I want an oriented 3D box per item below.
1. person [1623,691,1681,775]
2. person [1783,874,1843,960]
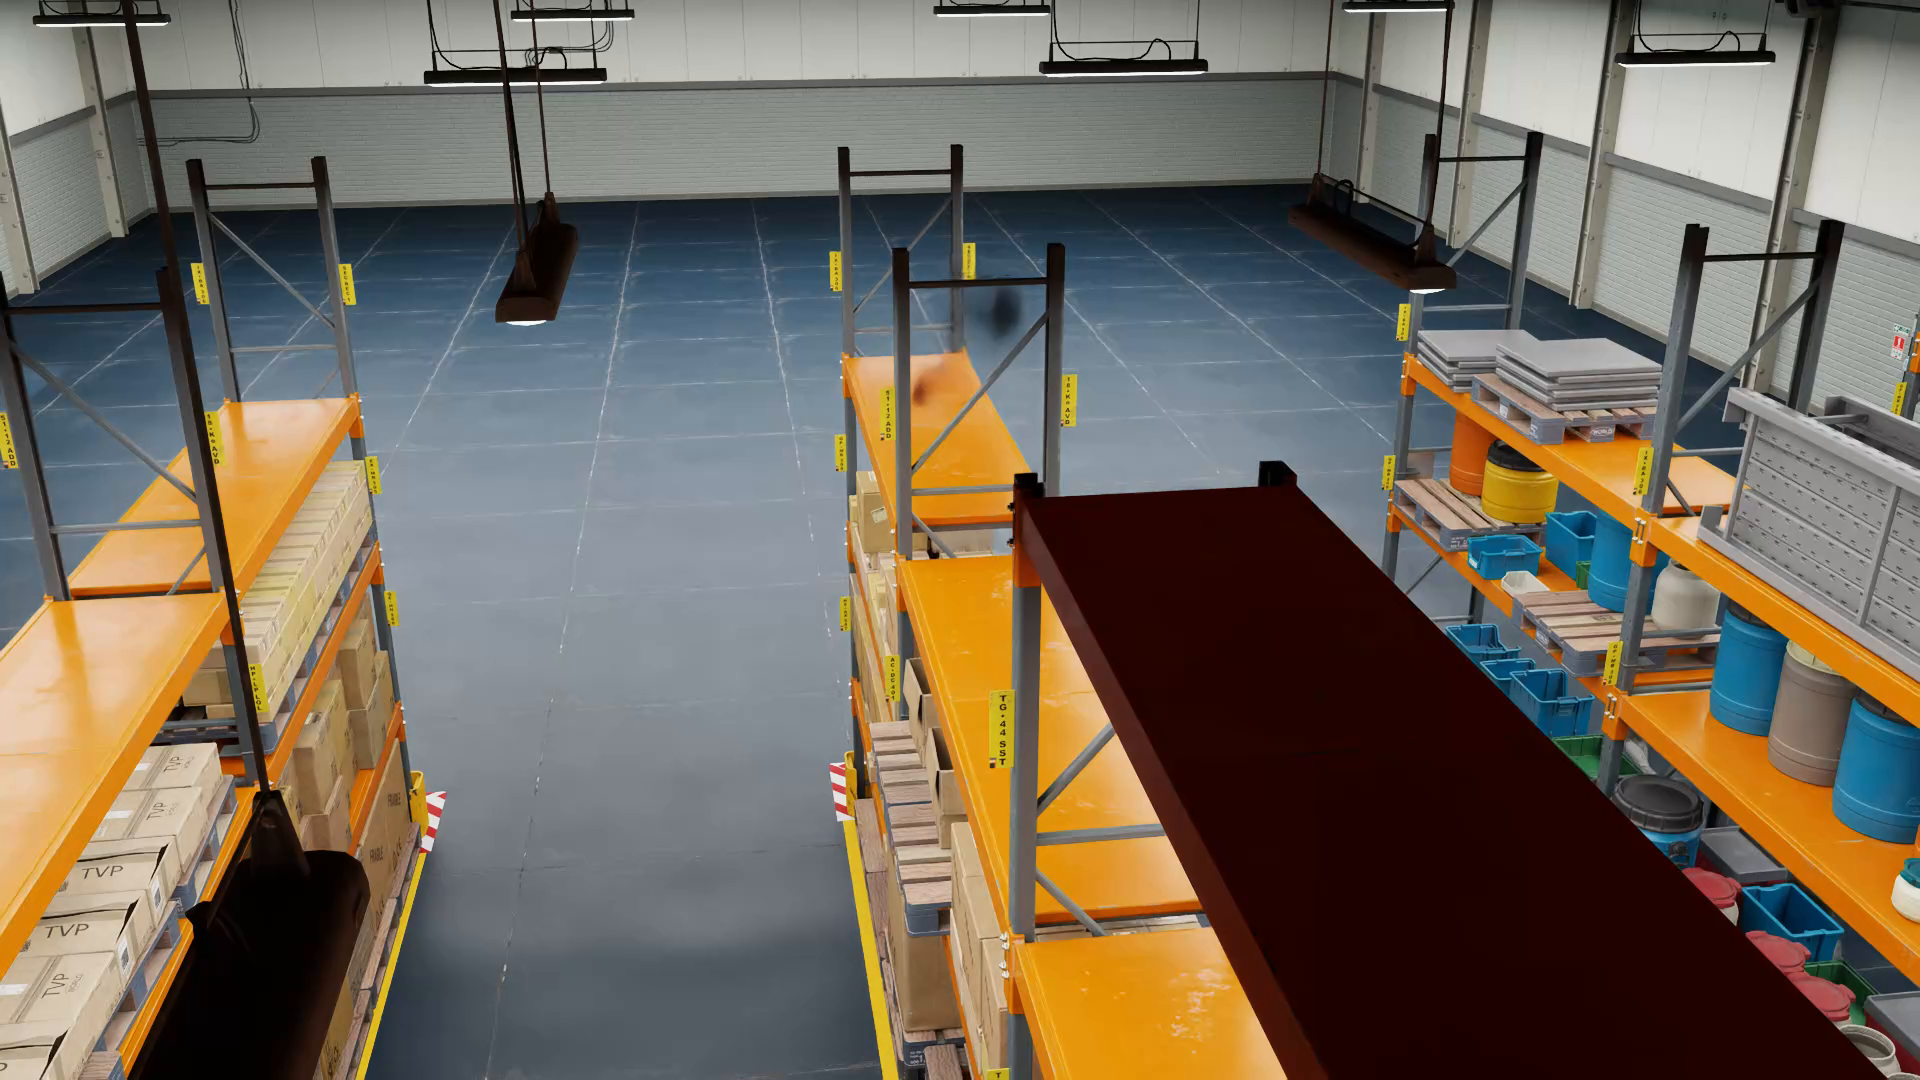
[{"bbox_3d":[6.356,1.597,15.363,0.615,1.652,0.613,-4,22,-10],"label":"person"},{"bbox_3d":[6.552,2.660,12.709,0.599,1.693,0.918,-5,22,-12],"label":"person"}]
